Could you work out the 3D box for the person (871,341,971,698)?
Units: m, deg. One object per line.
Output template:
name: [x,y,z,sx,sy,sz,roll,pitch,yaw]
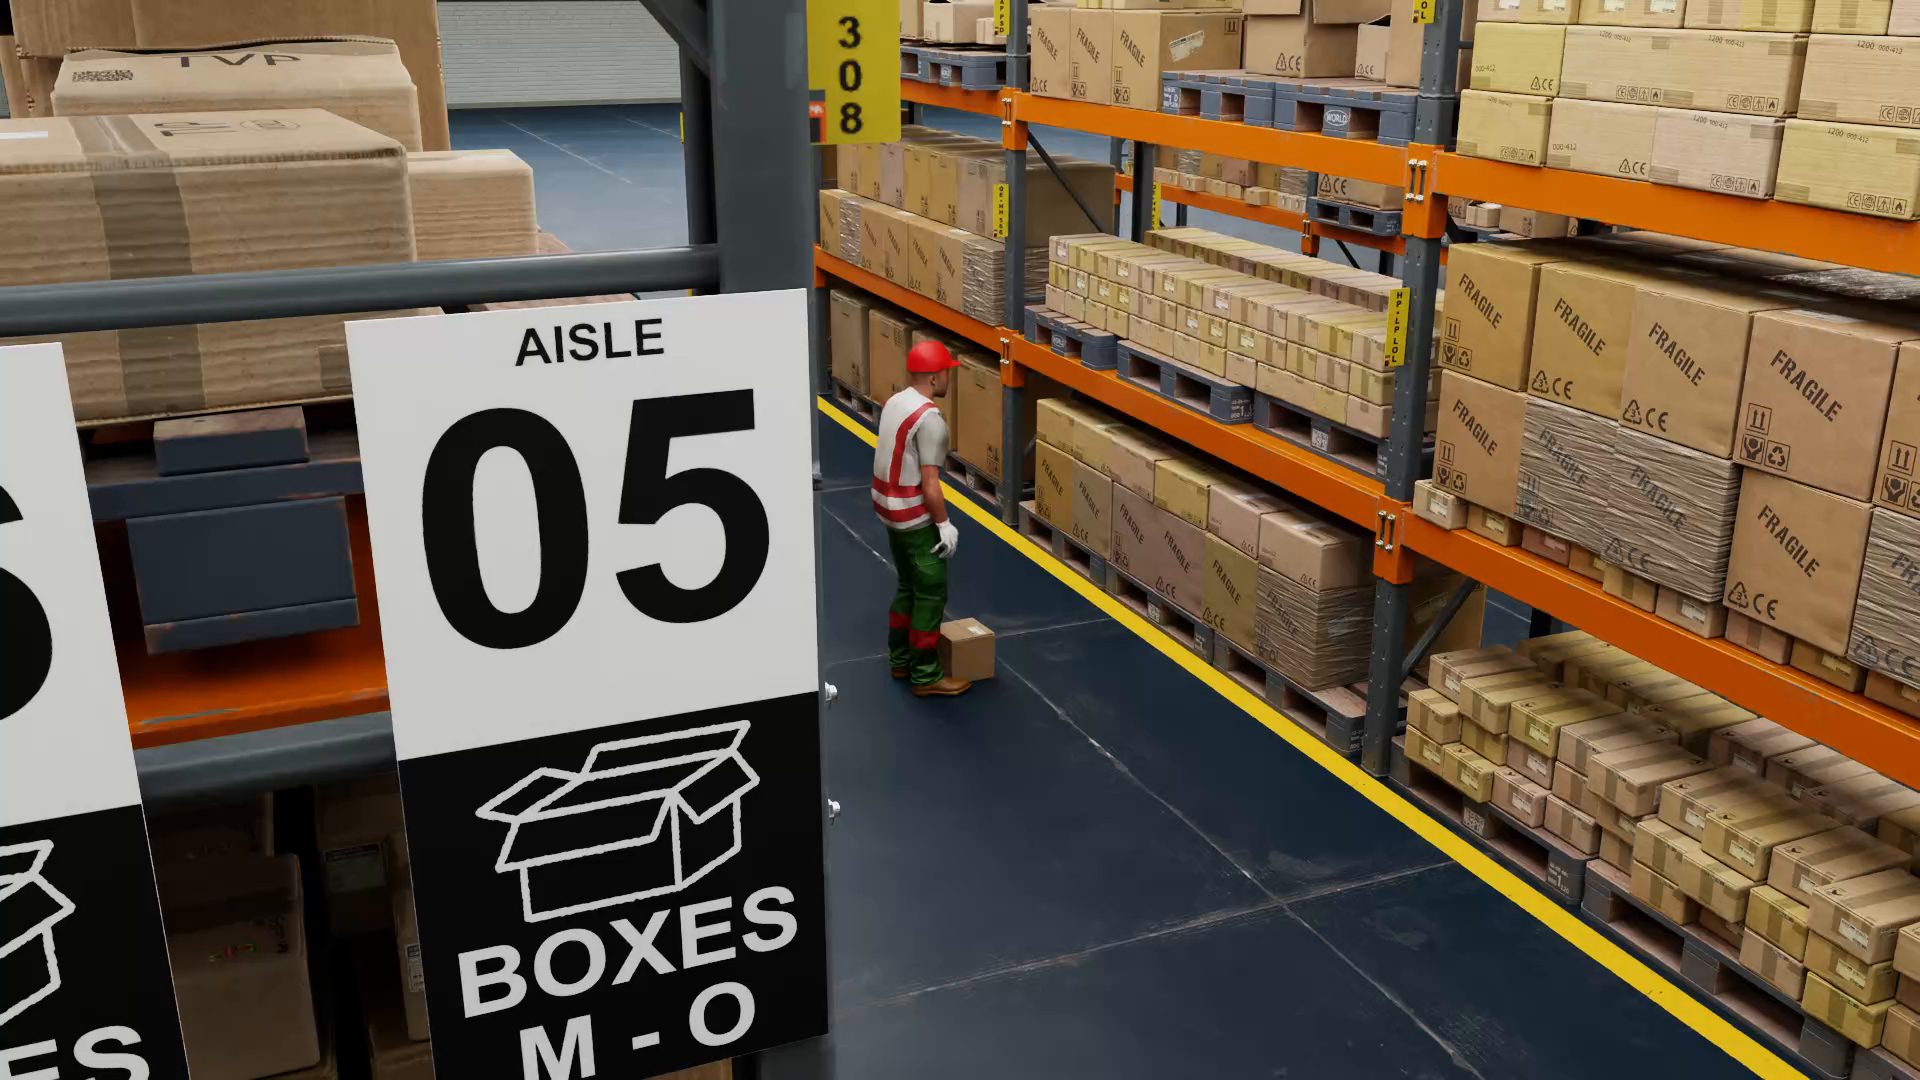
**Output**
person: [-0.195,-0.116,8.381,0.454,1.779,0.621,-8,20,-23]
